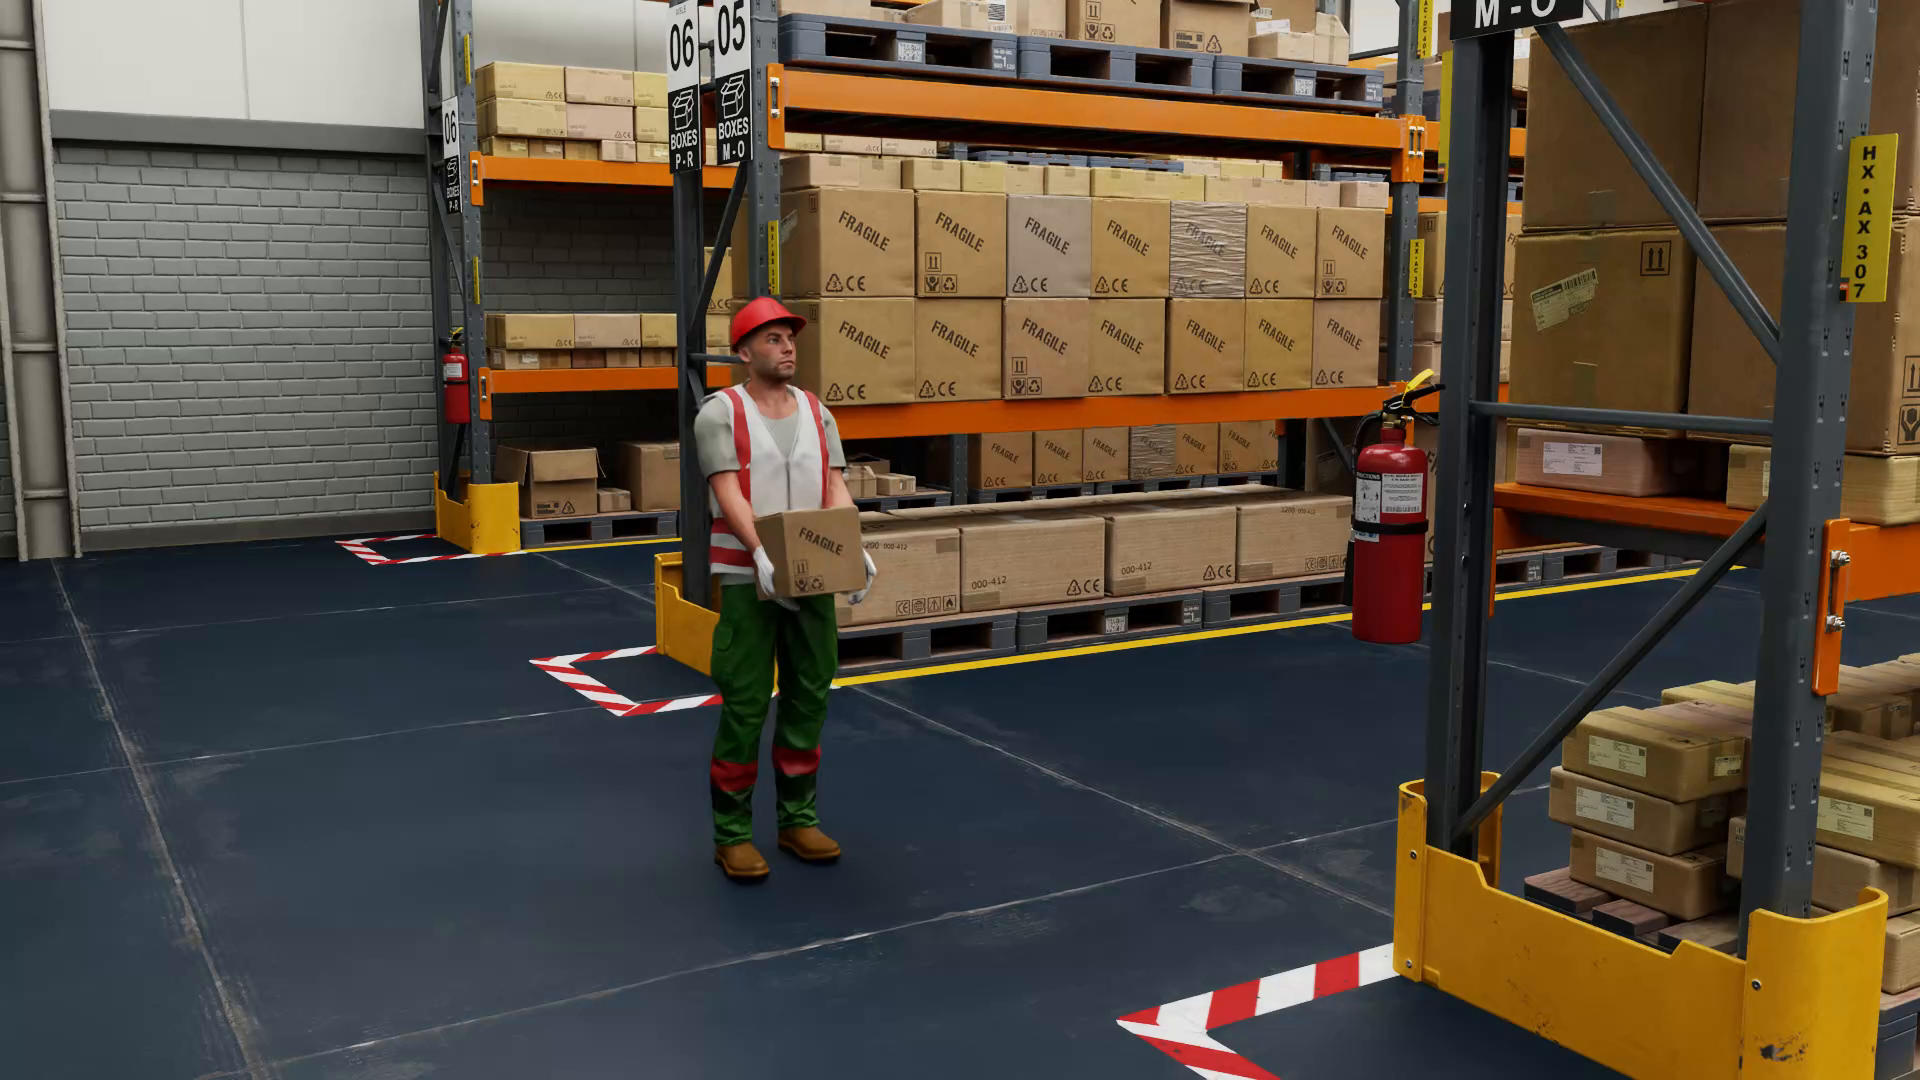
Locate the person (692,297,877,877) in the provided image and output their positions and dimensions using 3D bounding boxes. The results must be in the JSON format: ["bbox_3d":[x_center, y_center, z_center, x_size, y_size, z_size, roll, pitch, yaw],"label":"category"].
[{"bbox_3d":[-0.529,0.146,5.193,0.506,1.792,0.556,-6,10,-35],"label":"person"}]
